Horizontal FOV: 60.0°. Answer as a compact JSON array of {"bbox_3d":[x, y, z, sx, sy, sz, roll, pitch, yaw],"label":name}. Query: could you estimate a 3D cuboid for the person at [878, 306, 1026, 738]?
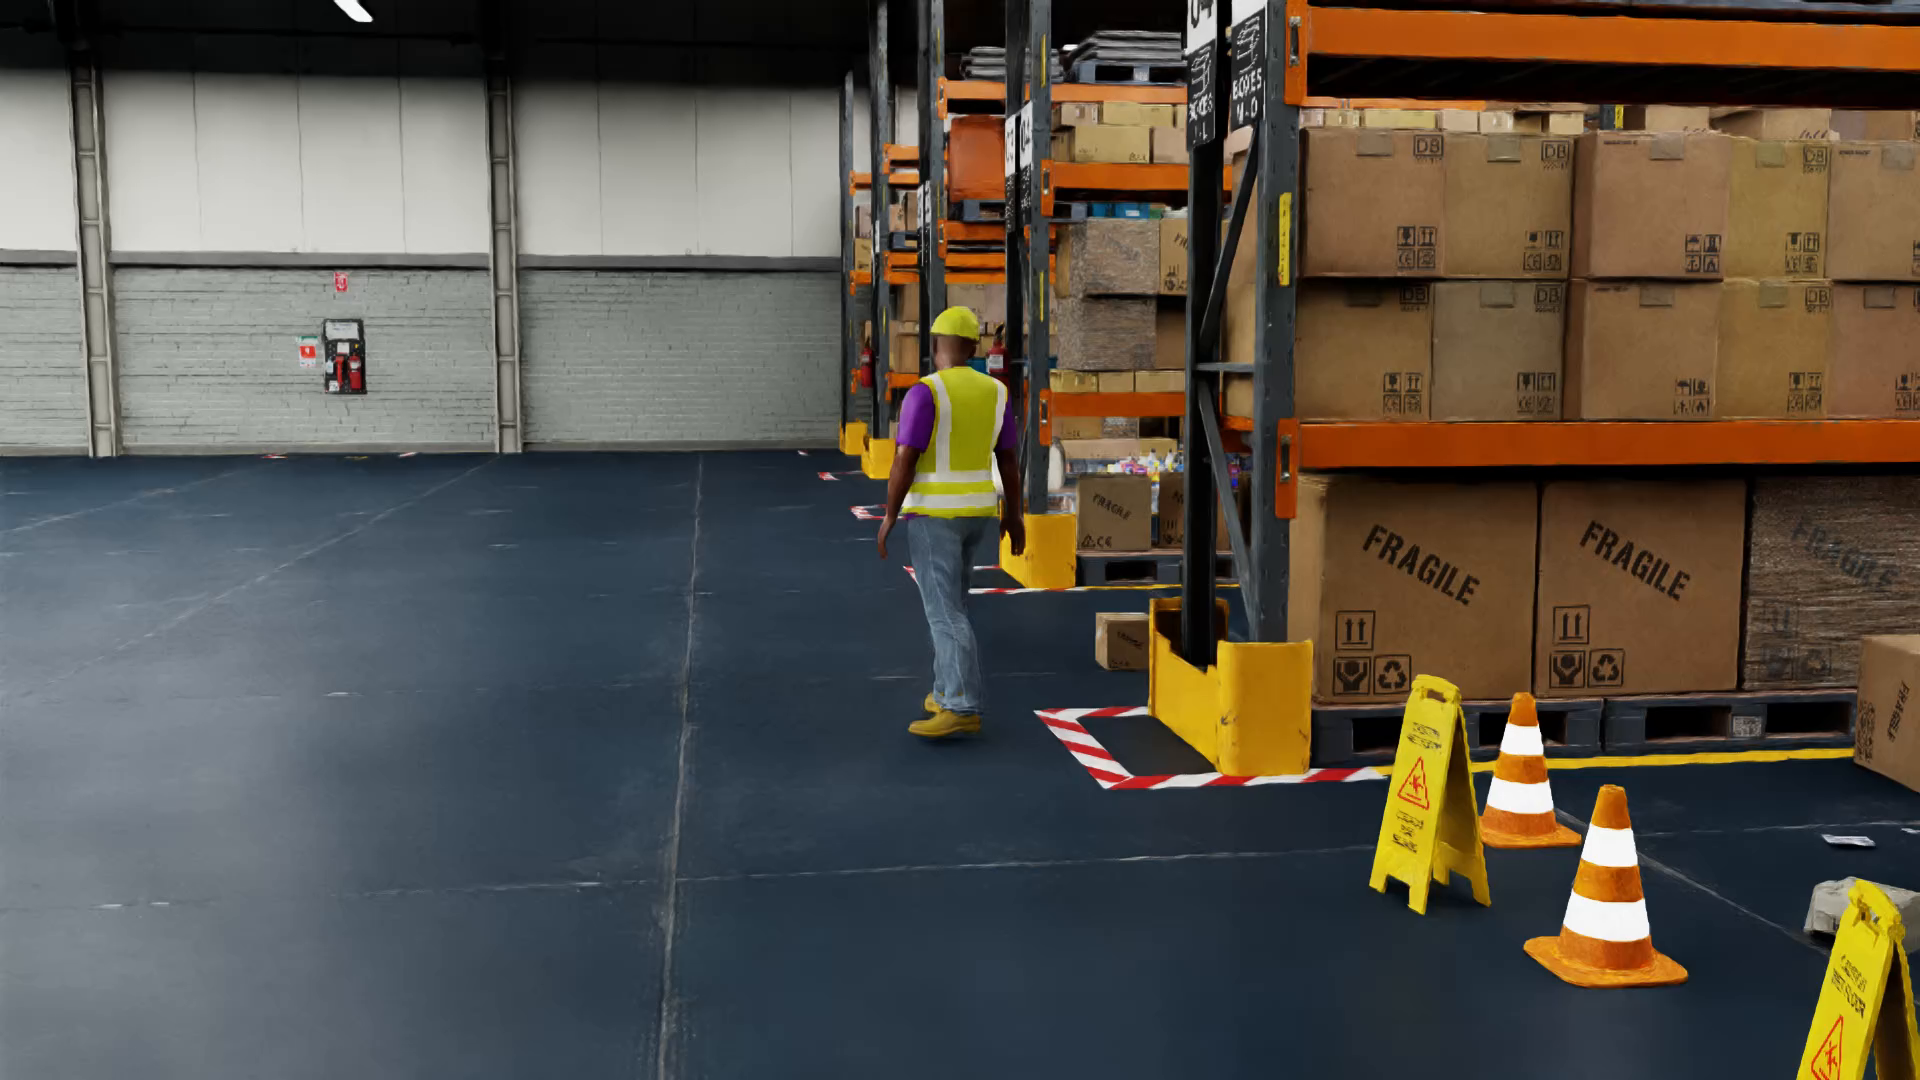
[{"bbox_3d":[-0.046,-0.094,6.958,0.602,1.759,0.743,6,9,42],"label":"person"}]
